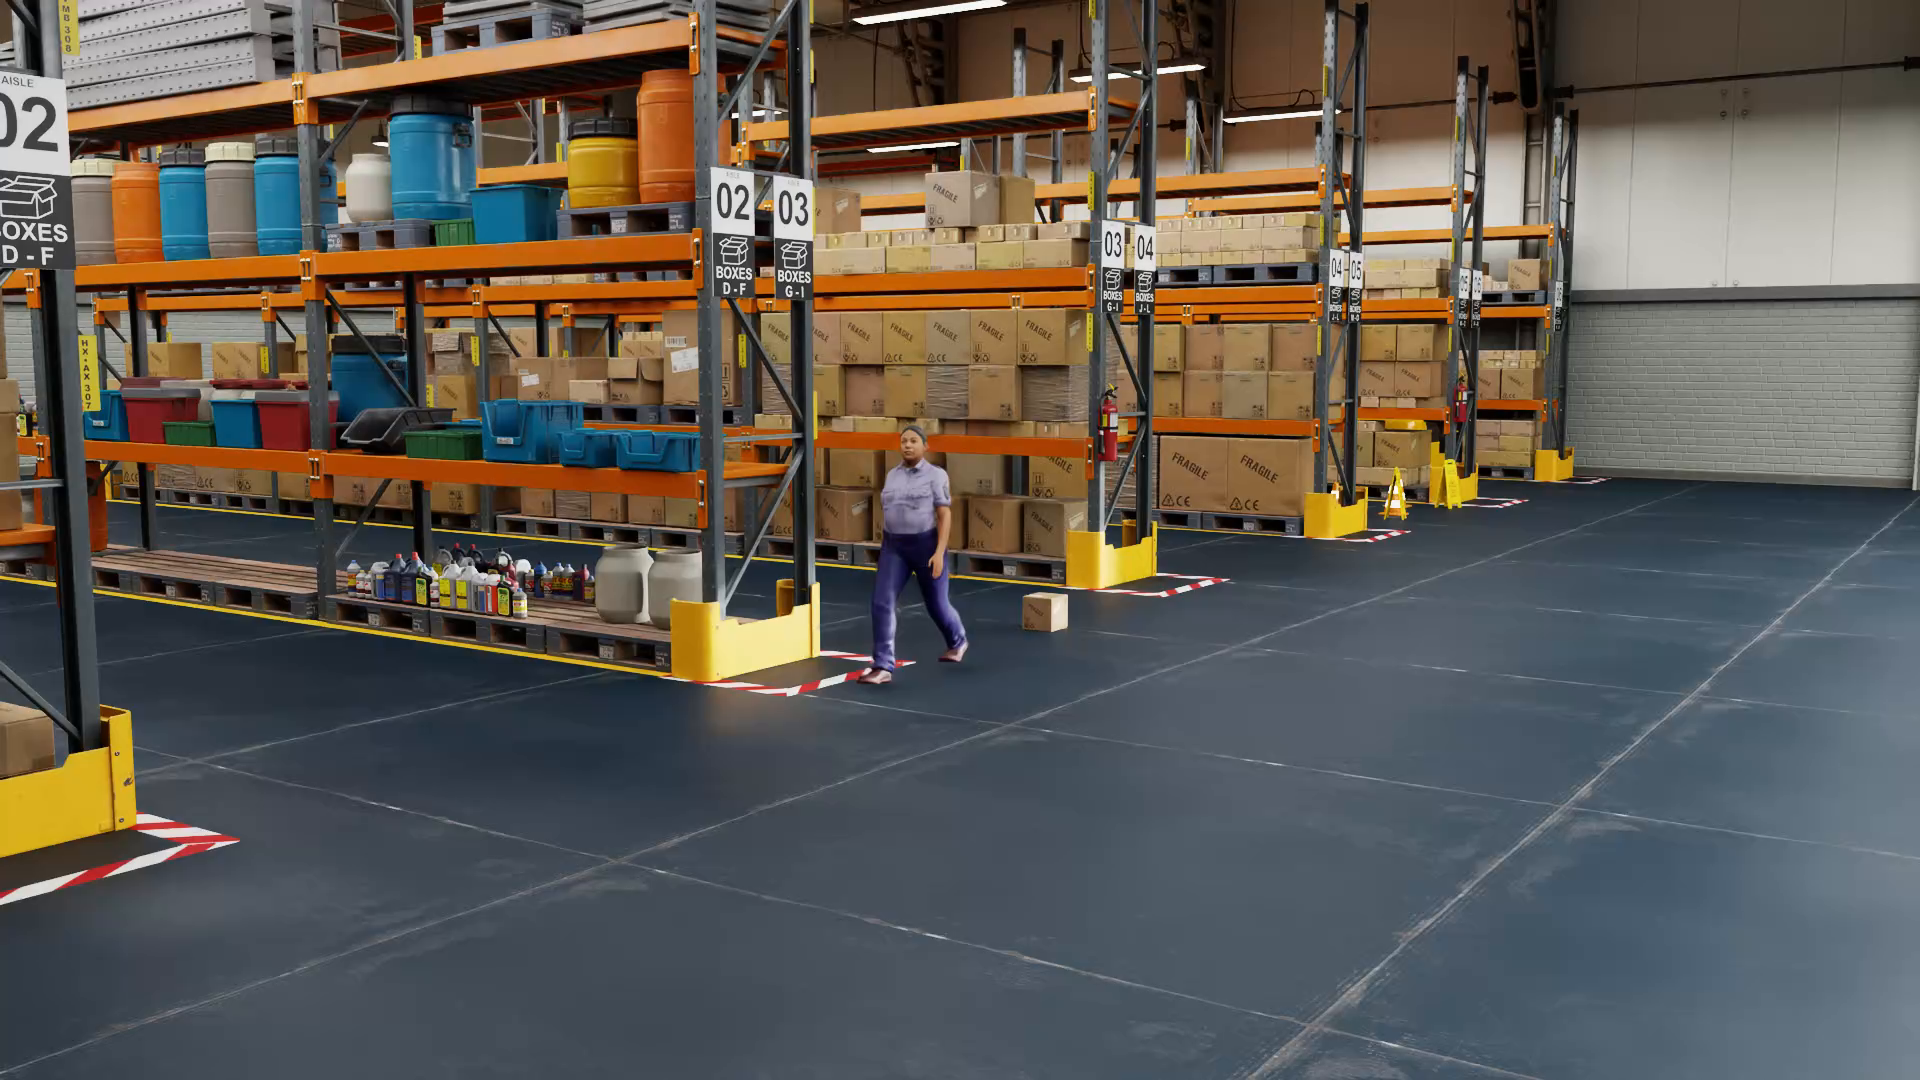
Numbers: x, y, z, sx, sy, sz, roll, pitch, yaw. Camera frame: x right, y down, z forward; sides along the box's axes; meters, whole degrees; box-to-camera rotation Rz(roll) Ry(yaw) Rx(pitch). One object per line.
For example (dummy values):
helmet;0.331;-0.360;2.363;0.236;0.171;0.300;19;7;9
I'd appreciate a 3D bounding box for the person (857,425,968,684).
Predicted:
person;-0.279;0.075;10.438;0.498;1.589;1.022;3;7;23
